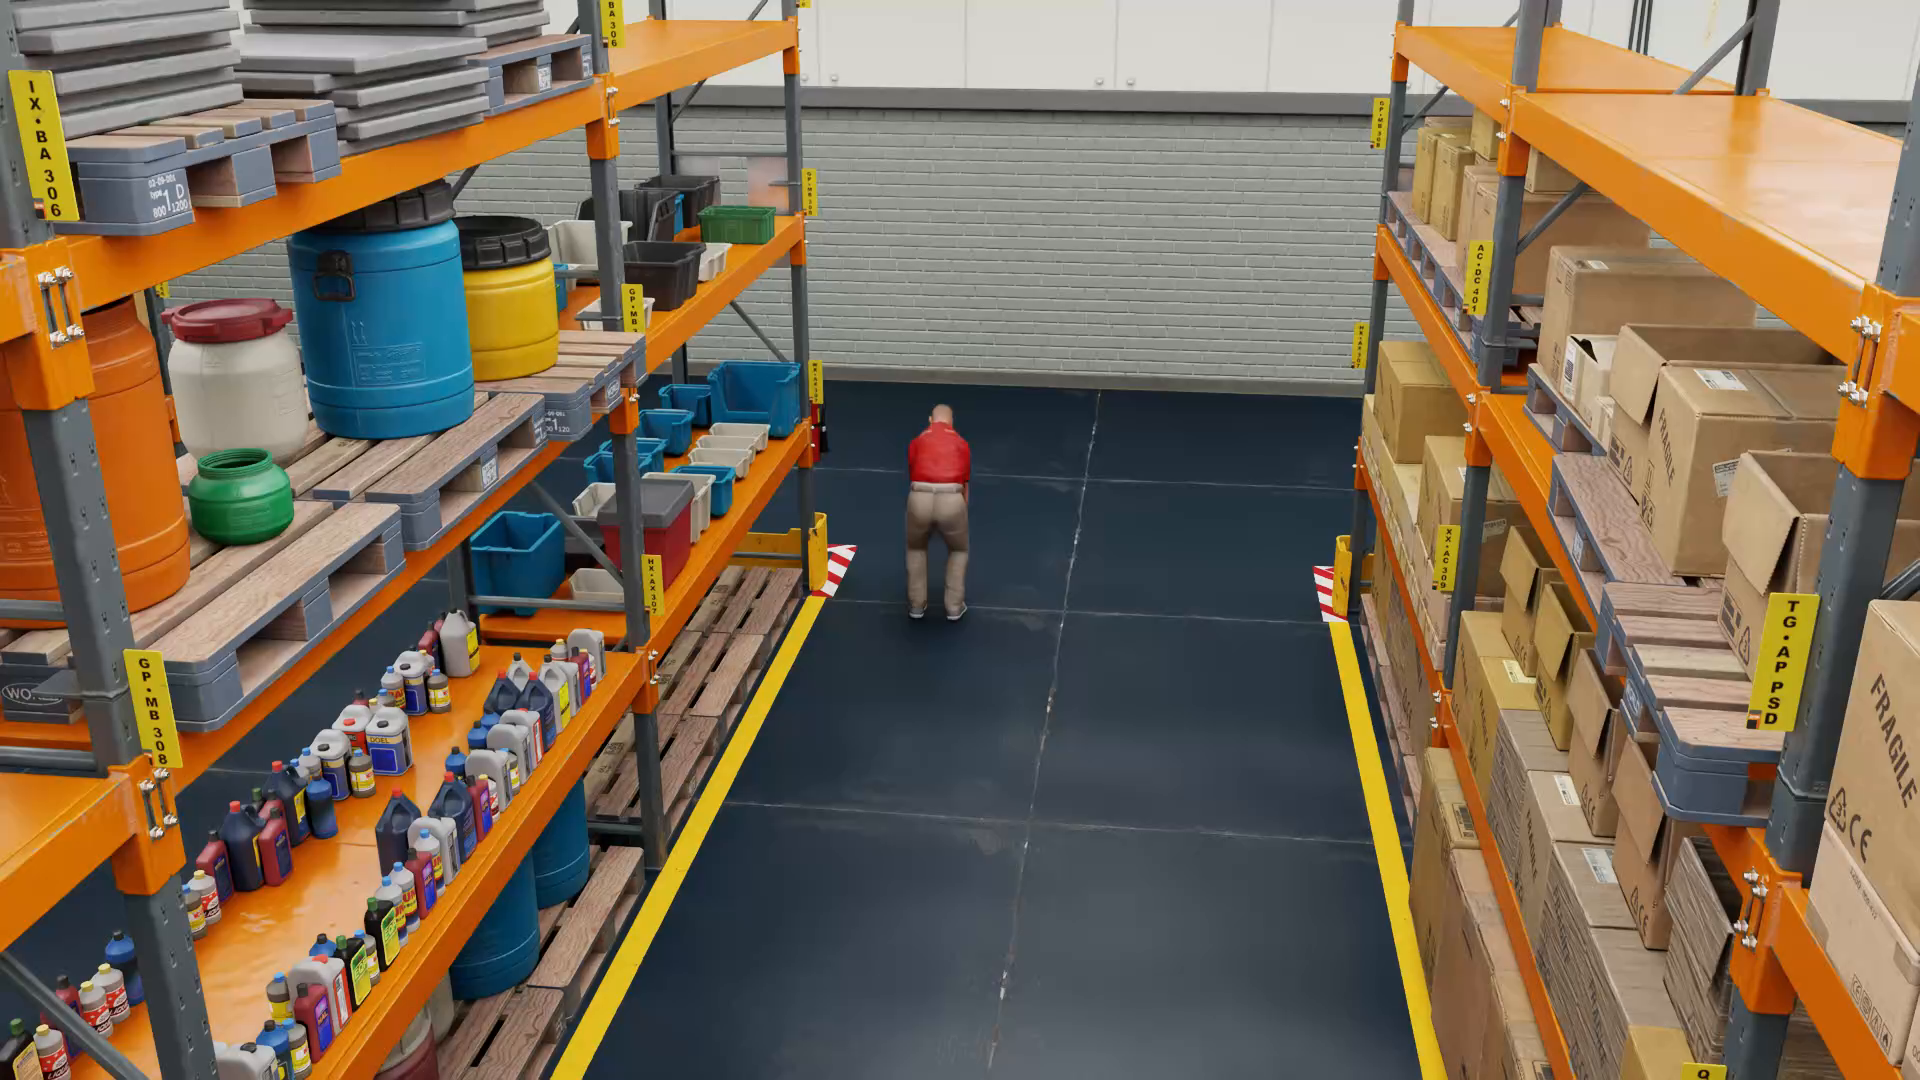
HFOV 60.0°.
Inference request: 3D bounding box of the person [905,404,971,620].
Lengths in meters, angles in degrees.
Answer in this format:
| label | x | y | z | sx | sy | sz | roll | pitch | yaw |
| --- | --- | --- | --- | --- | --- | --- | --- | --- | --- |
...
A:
| label | x | y | z | sx | sy | sz | roll | pitch | yaw |
| --- | --- | --- | --- | --- | --- | --- | --- | --- | --- |
| person | -0.151 | -0.202 | 12.039 | 0.475 | 1.443 | 0.833 | 2 | 21 | 5 |
